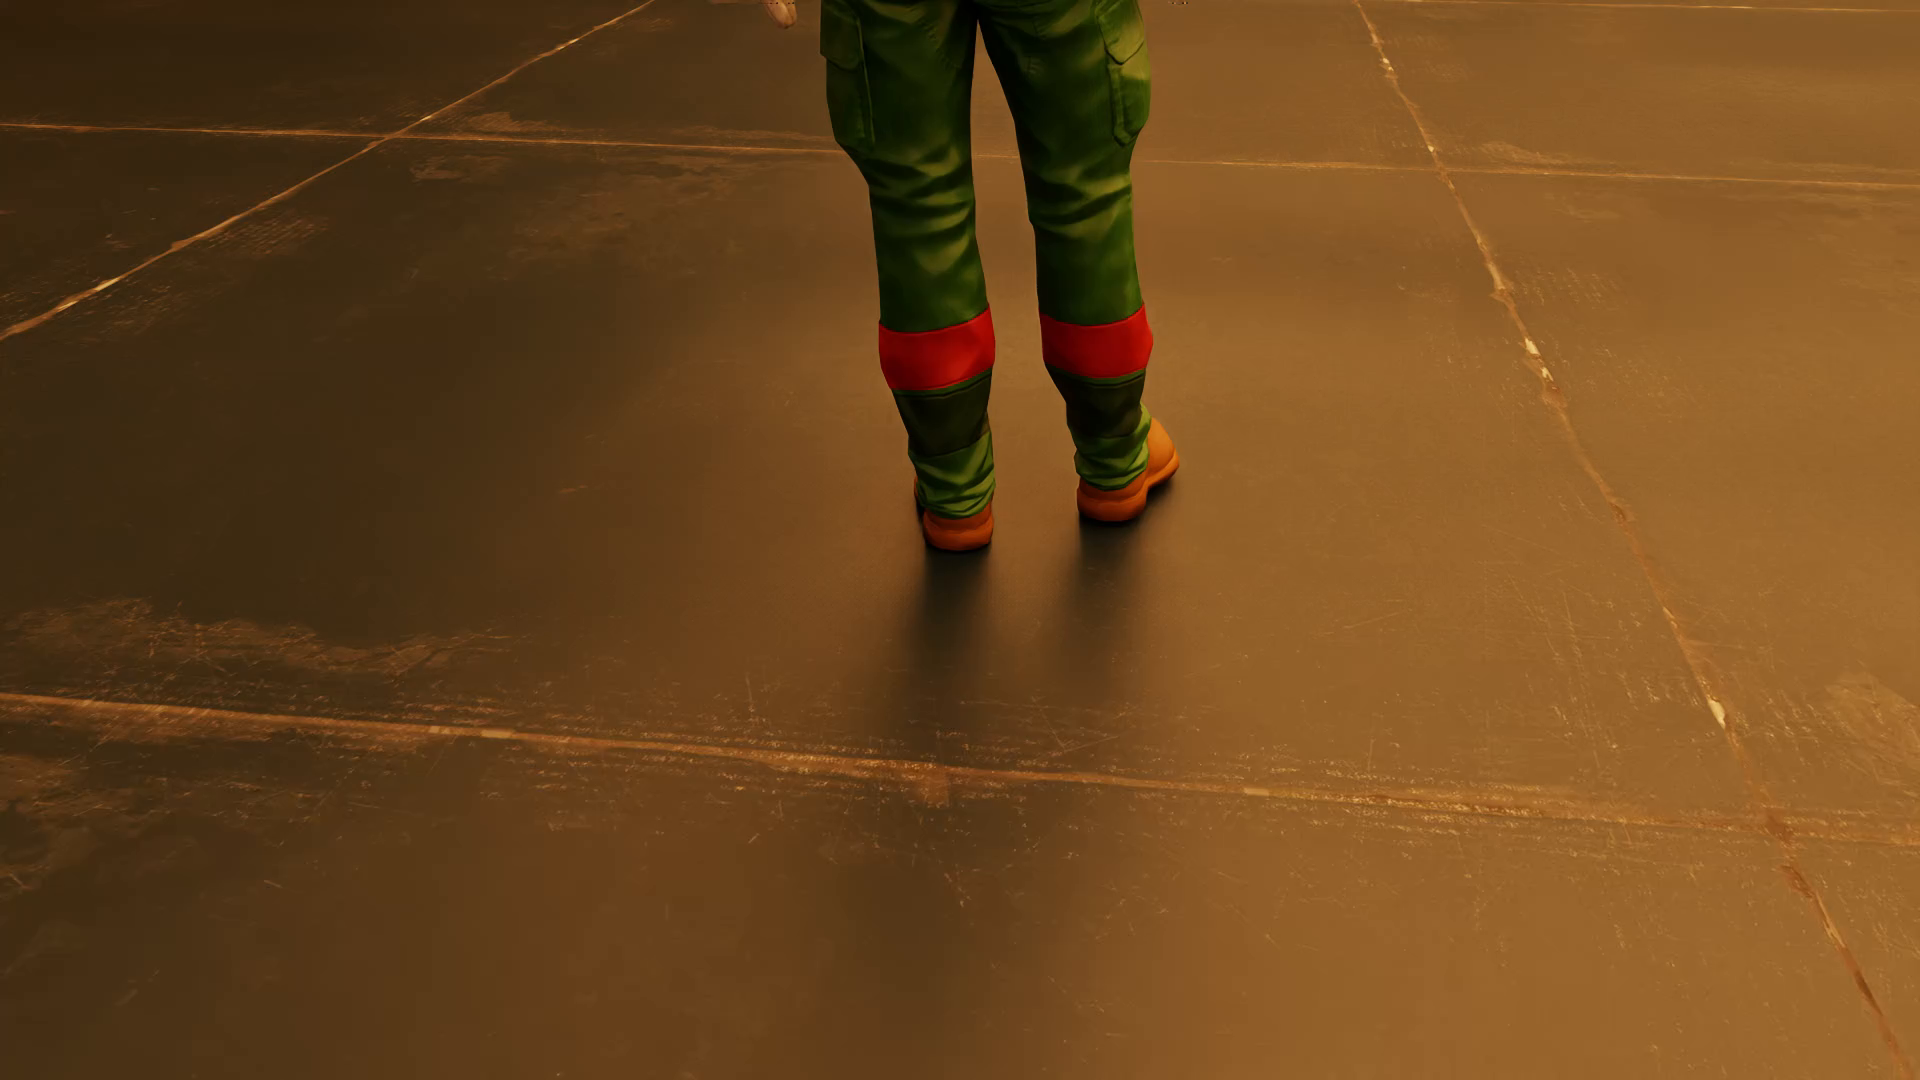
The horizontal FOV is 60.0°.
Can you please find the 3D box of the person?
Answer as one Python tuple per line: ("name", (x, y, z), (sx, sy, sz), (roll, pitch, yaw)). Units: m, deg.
("person", (0.021, -0.842, 2.168), (0.638, 1.789, 0.562), (3, 27, 7))
